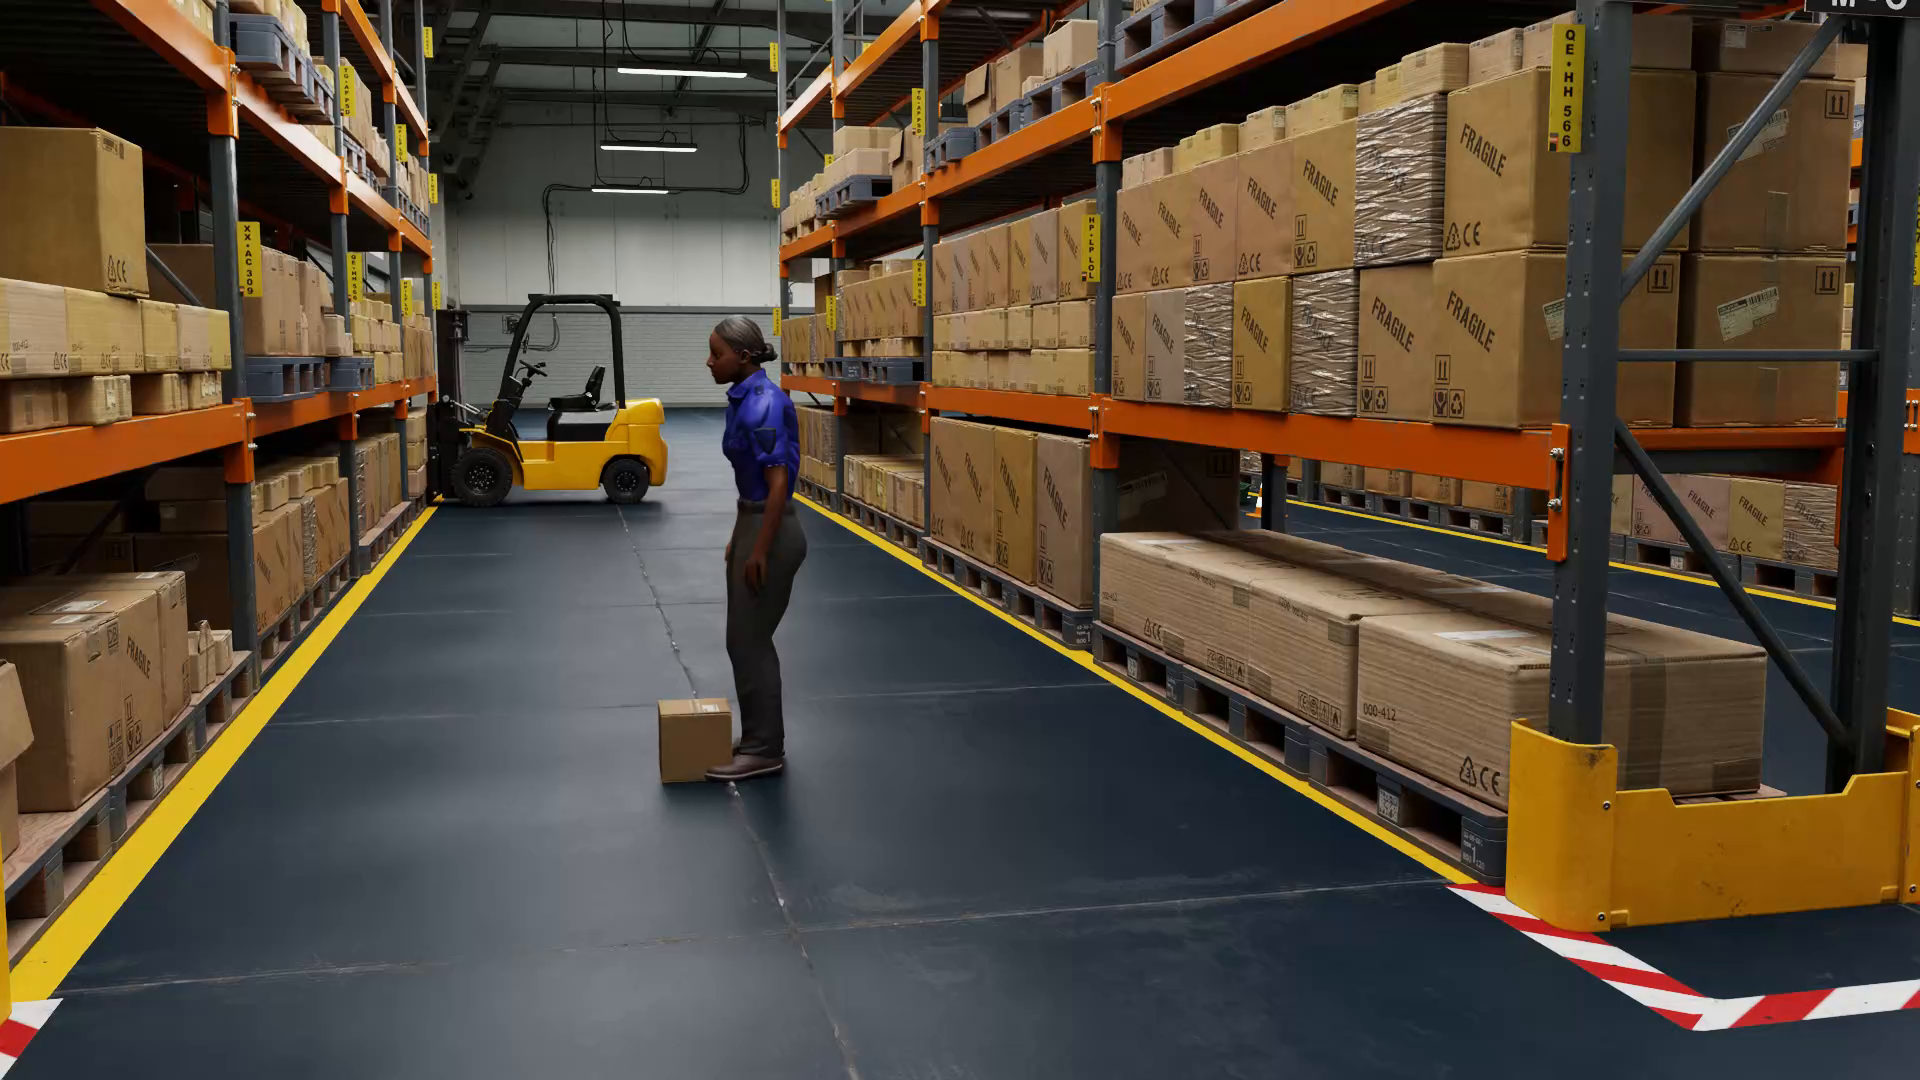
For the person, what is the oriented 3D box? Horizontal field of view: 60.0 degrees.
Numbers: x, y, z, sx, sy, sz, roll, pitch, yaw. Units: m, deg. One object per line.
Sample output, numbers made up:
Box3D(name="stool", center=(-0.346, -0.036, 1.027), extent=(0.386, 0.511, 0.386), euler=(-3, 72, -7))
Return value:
Box3D(name="person", center=(-0.763, 0.021, 6.012), extent=(0.395, 1.656, 0.530), euler=(-2, 6, -16))
